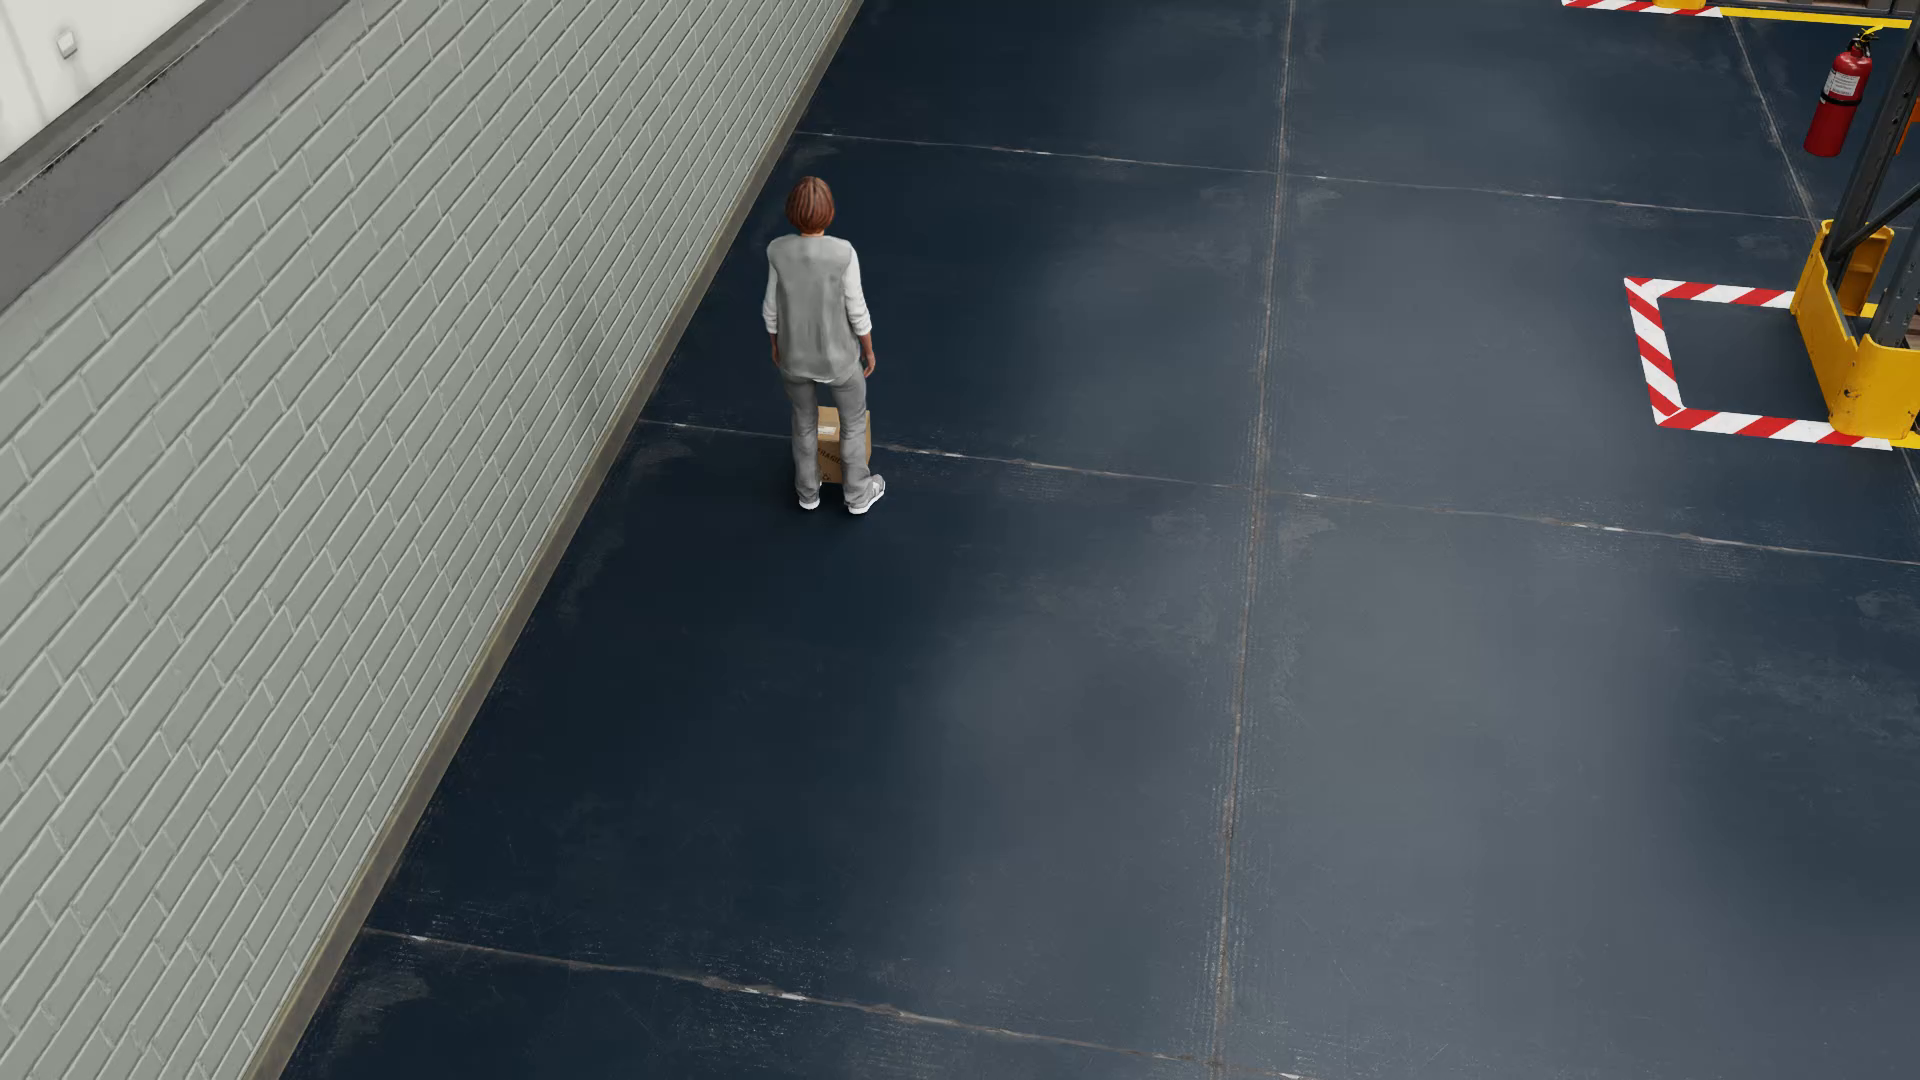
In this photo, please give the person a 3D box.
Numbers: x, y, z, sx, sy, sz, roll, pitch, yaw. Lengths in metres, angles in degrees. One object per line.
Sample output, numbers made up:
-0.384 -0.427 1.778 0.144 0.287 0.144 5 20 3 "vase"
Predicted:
-0.590 -0.784 7.065 0.463 1.593 0.345 7 42 8 "person"
